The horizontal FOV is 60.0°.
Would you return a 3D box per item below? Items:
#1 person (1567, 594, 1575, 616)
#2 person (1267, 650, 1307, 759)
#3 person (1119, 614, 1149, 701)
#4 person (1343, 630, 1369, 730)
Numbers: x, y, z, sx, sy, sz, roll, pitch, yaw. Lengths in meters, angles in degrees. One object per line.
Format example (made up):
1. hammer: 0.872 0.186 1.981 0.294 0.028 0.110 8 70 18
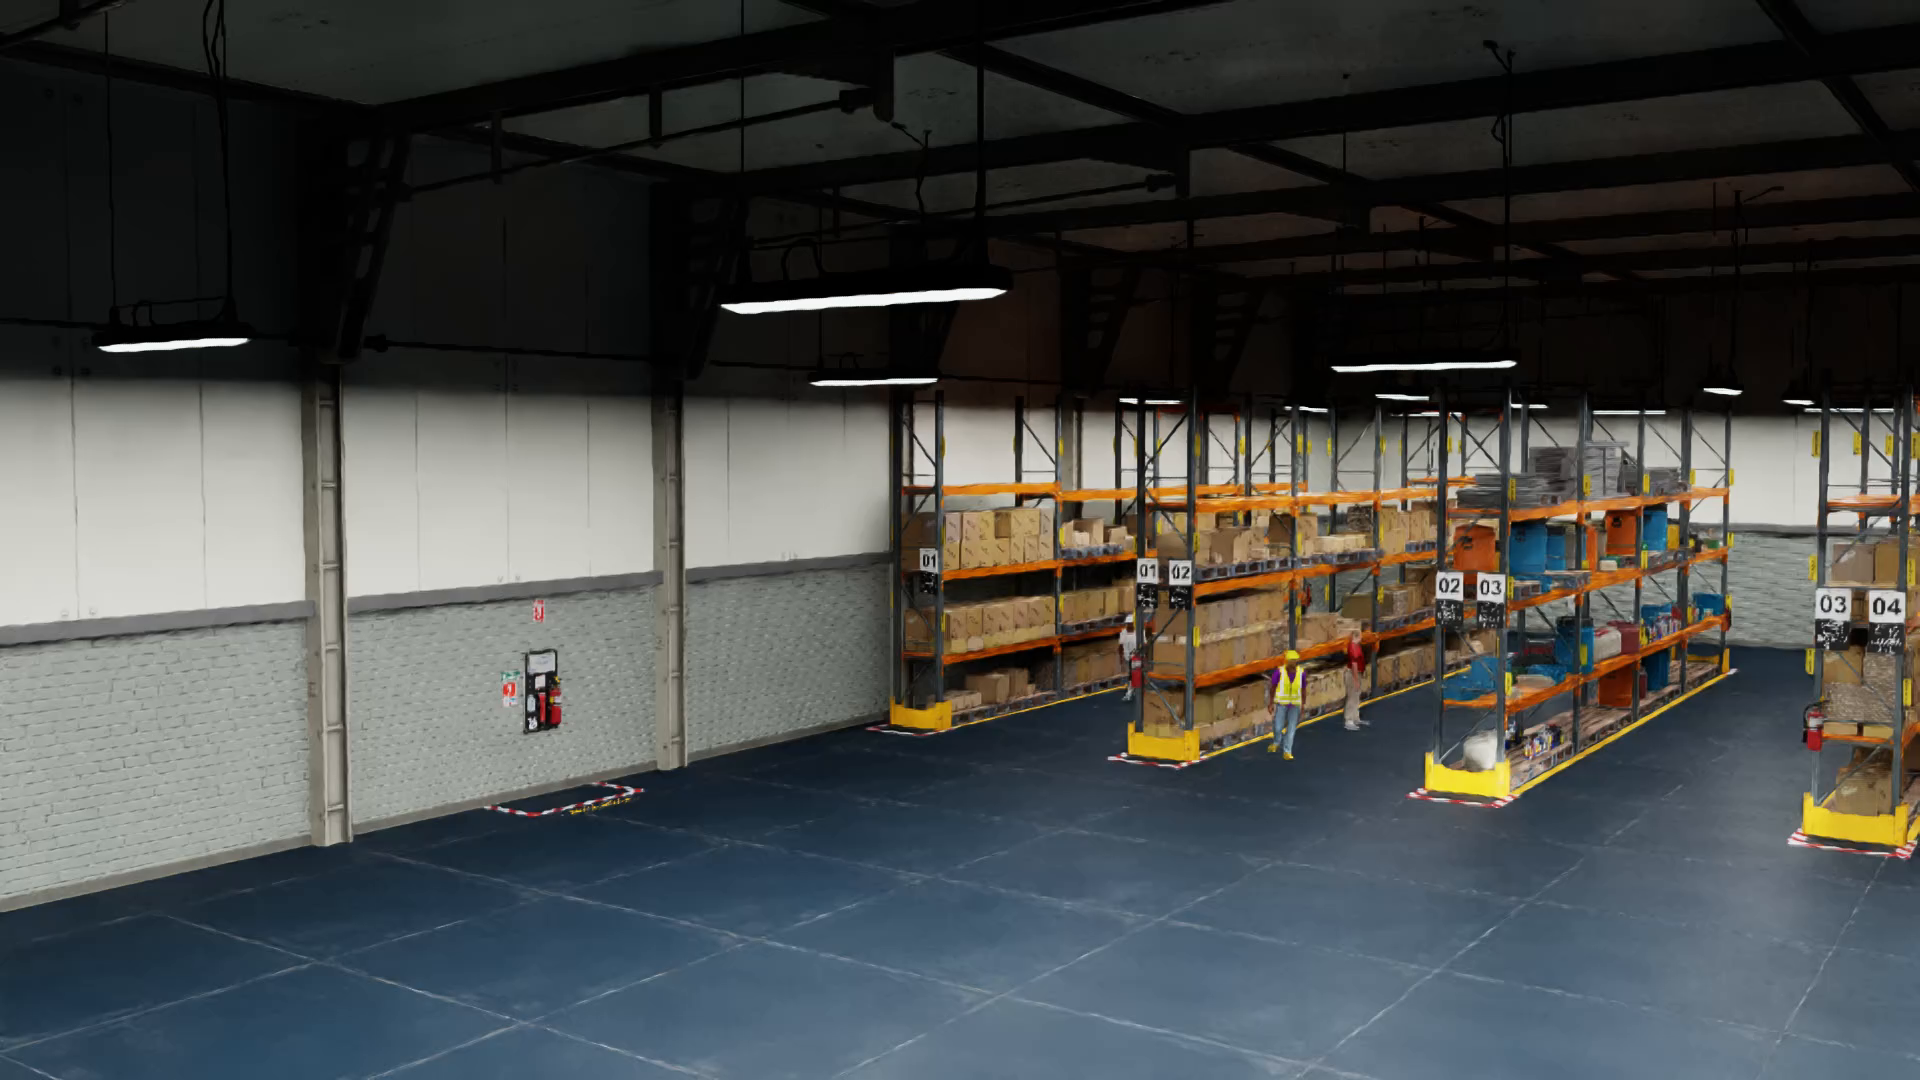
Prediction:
1. person: 15.492 1.791 41.593 0.571 1.748 0.603 -1 3 -18
2. person: 5.252 2.626 26.697 0.613 1.758 0.571 0 3 -2
3. person: 3.382 2.300 32.841 0.577 1.687 1.121 2 4 37
4. person: 7.038 2.464 29.471 0.473 1.738 0.626 1 3 10
